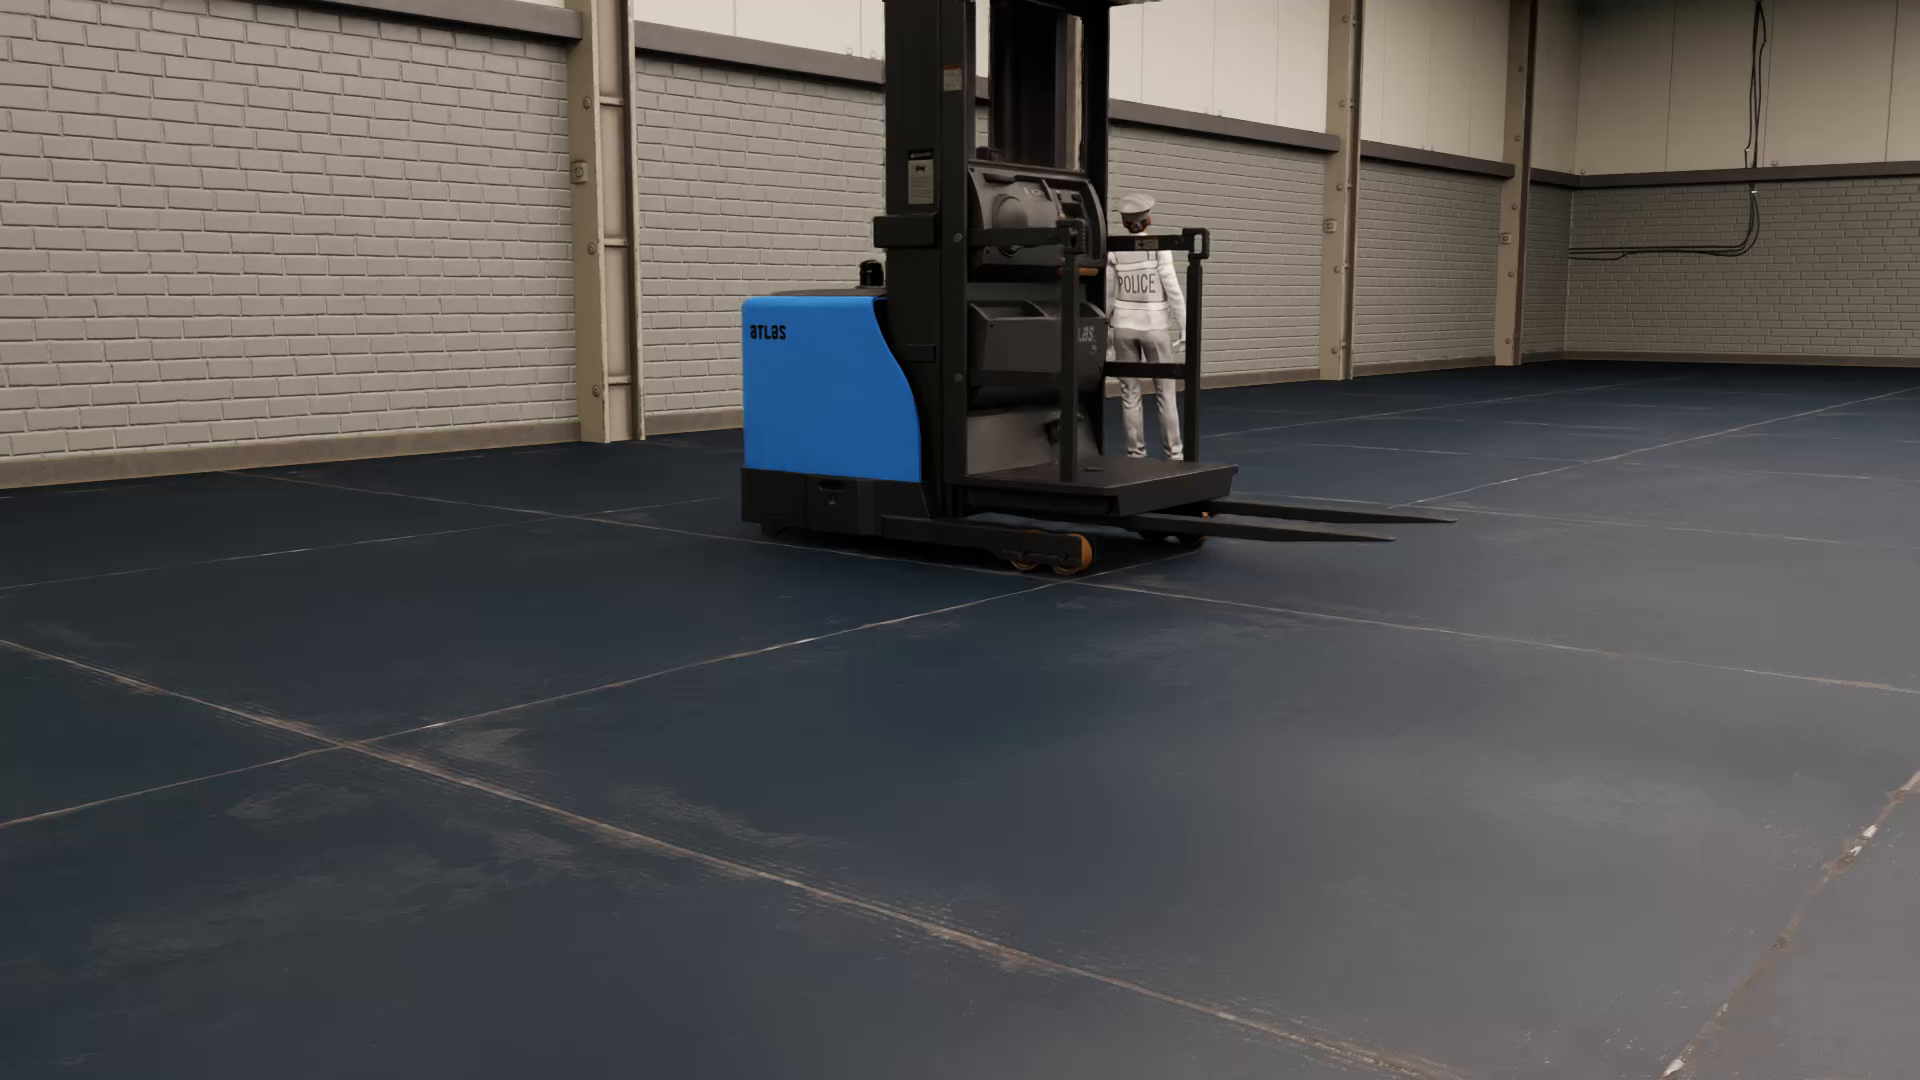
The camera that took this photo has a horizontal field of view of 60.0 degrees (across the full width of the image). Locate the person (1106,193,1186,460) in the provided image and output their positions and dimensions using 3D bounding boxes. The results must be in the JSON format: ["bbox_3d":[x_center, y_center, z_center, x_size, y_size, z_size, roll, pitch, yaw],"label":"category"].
[{"bbox_3d":[1.142,-1.284,10.309,0.575,1.701,0.514,3,9,22],"label":"person"}]

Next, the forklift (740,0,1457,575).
[{"bbox_3d":[0.499,-1.399,6.842,3.031,2.935,1.130,6,10,36],"label":"forklift"}]
